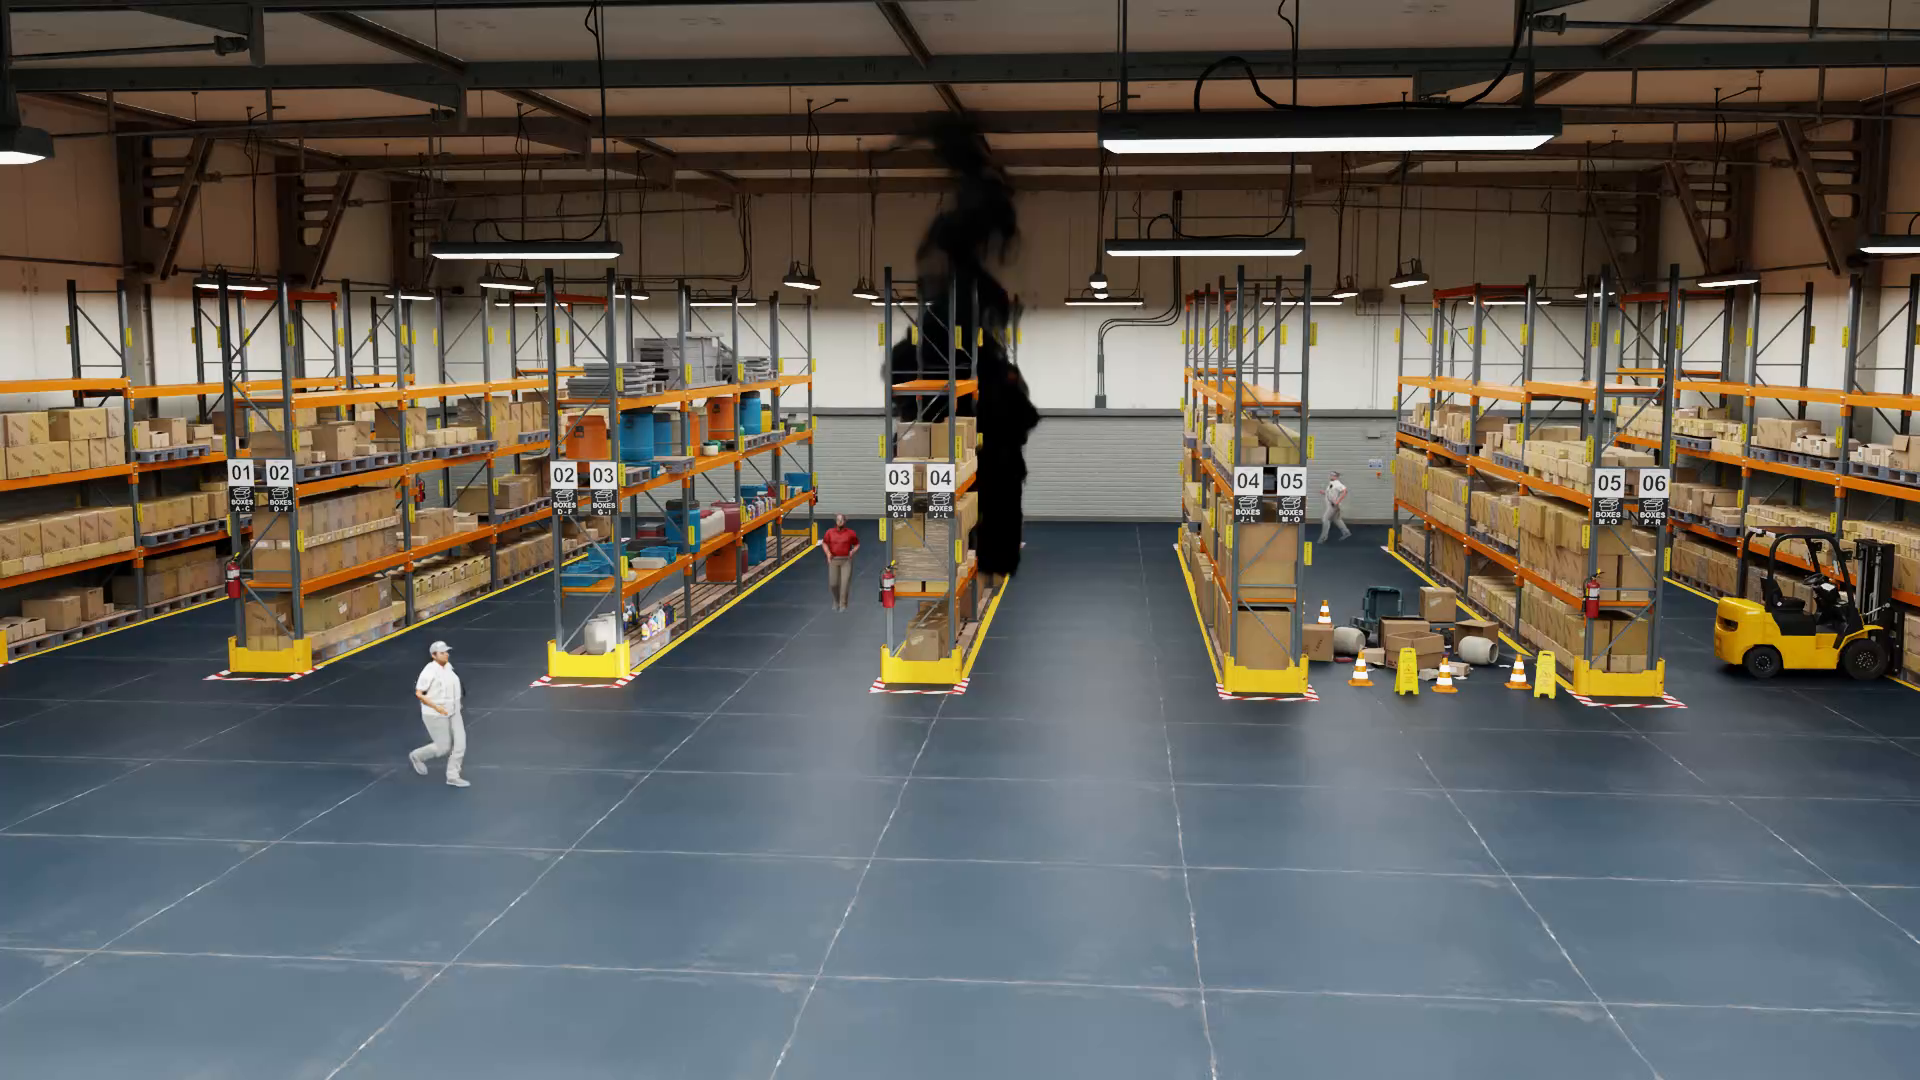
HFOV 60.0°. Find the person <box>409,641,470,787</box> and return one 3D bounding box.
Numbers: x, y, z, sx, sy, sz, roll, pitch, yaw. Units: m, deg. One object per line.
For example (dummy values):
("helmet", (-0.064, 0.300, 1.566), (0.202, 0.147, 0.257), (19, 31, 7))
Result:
("person", (-5.820, 1.938, 18.621), (0.726, 1.628, 0.625), (3, 7, 21))

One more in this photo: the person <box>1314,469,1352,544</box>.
("person", (9.127, -0.812, 40.591), (0.899, 1.807, 0.656), (1, 7, 9))

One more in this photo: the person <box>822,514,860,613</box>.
("person", (-2.053, 0.421, 28.605), (0.658, 1.724, 0.580), (0, 7, 0))
